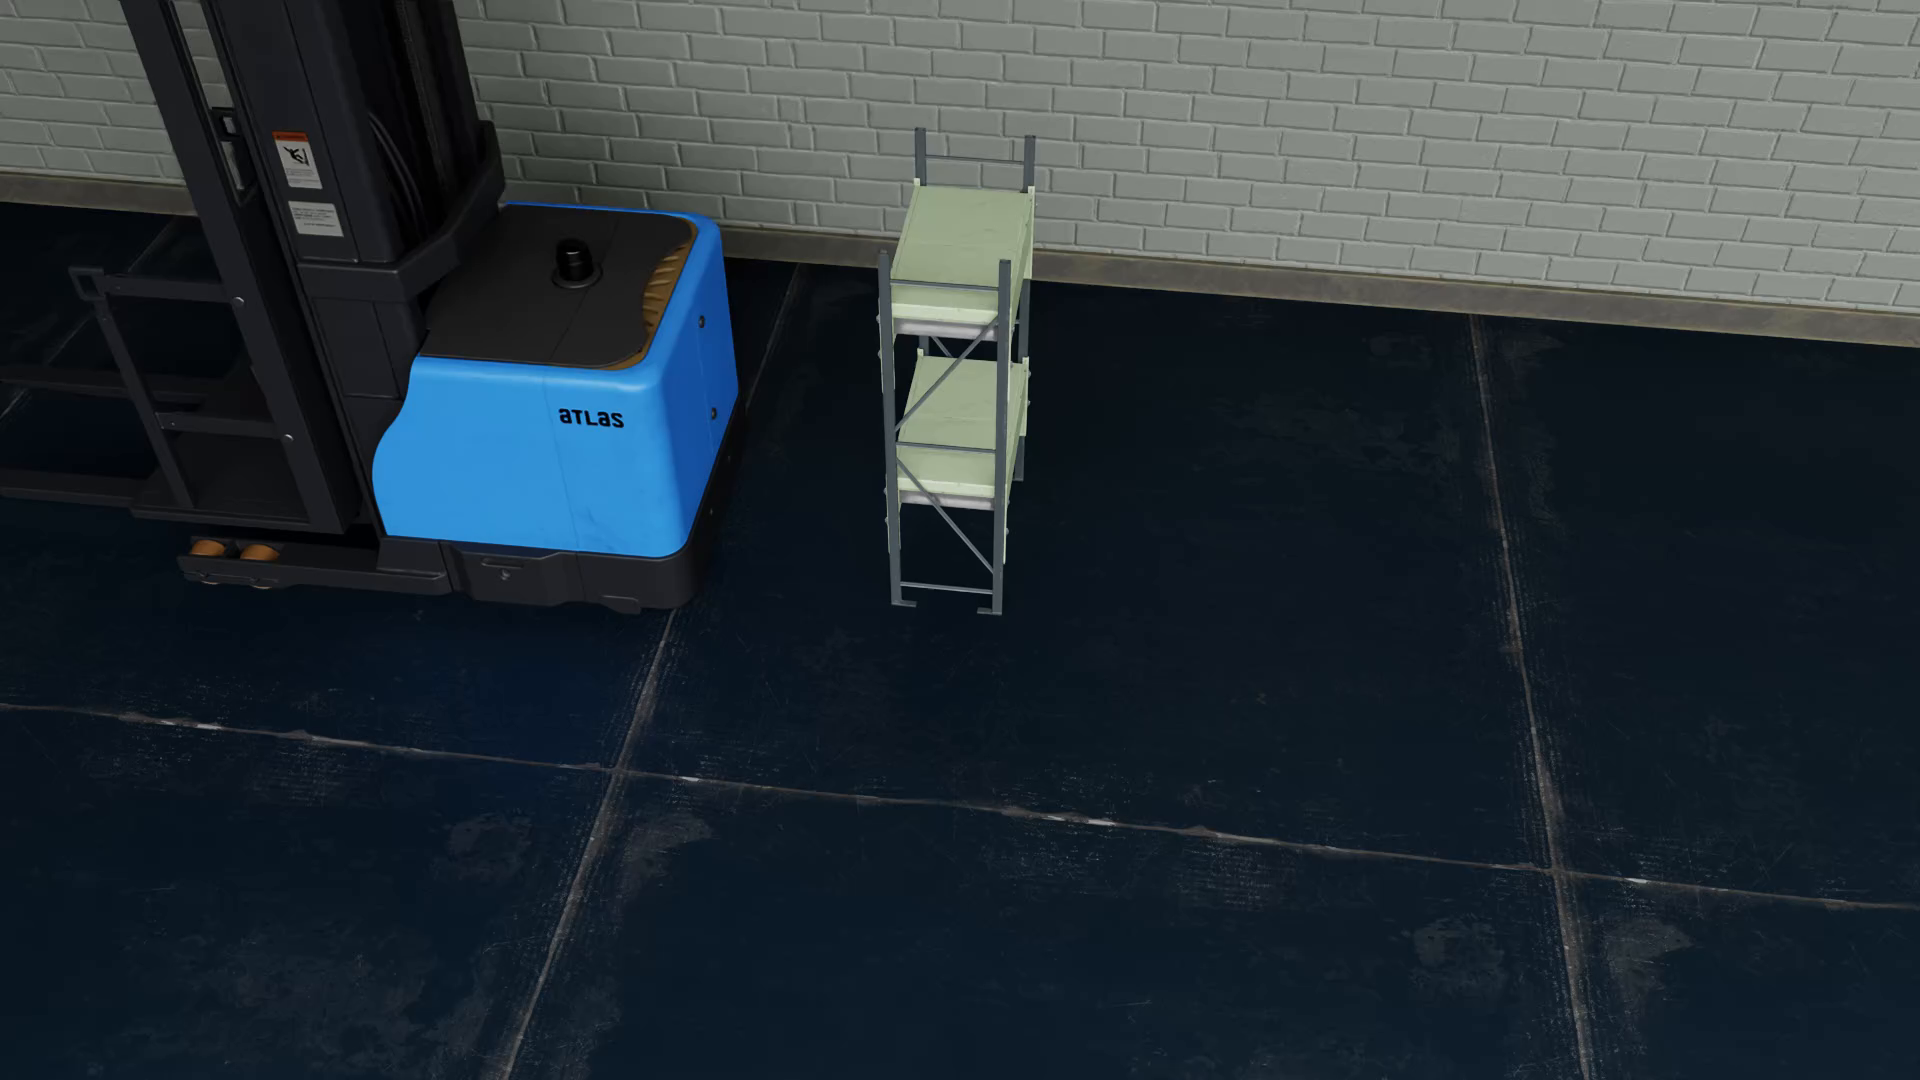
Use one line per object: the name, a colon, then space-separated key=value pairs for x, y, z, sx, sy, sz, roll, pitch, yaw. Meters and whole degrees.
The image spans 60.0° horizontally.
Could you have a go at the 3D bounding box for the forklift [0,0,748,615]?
forklift: x=-2.393 y=-1.242 z=5.430 sx=3.031 sy=2.935 sz=1.130 roll=5 pitch=44 yaw=5

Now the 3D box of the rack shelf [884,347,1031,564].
rack shelf: x=0.001 y=-0.312 z=5.963 sx=0.431 sy=0.370 sz=0.720 roll=5 pitch=44 yaw=6

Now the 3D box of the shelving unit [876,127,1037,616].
shelving unit: x=0.001 y=-0.549 z=5.739 sx=0.431 sy=1.500 sz=0.755 roll=5 pitch=44 yaw=6

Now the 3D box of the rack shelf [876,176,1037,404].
rack shelf: x=0.001 y=-0.833 z=5.471 sx=0.431 sy=0.370 sz=0.720 roll=5 pitch=44 yaw=6

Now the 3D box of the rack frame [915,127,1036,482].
rack frame: x=0.049 y=-0.799 z=6.003 sx=0.400 sy=1.500 sz=0.023 roll=5 pitch=44 yaw=6

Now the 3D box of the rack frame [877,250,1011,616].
rack frame: x=-0.048 y=-0.300 z=5.476 sx=0.400 sy=1.500 sz=0.023 roll=5 pitch=44 yaw=6
